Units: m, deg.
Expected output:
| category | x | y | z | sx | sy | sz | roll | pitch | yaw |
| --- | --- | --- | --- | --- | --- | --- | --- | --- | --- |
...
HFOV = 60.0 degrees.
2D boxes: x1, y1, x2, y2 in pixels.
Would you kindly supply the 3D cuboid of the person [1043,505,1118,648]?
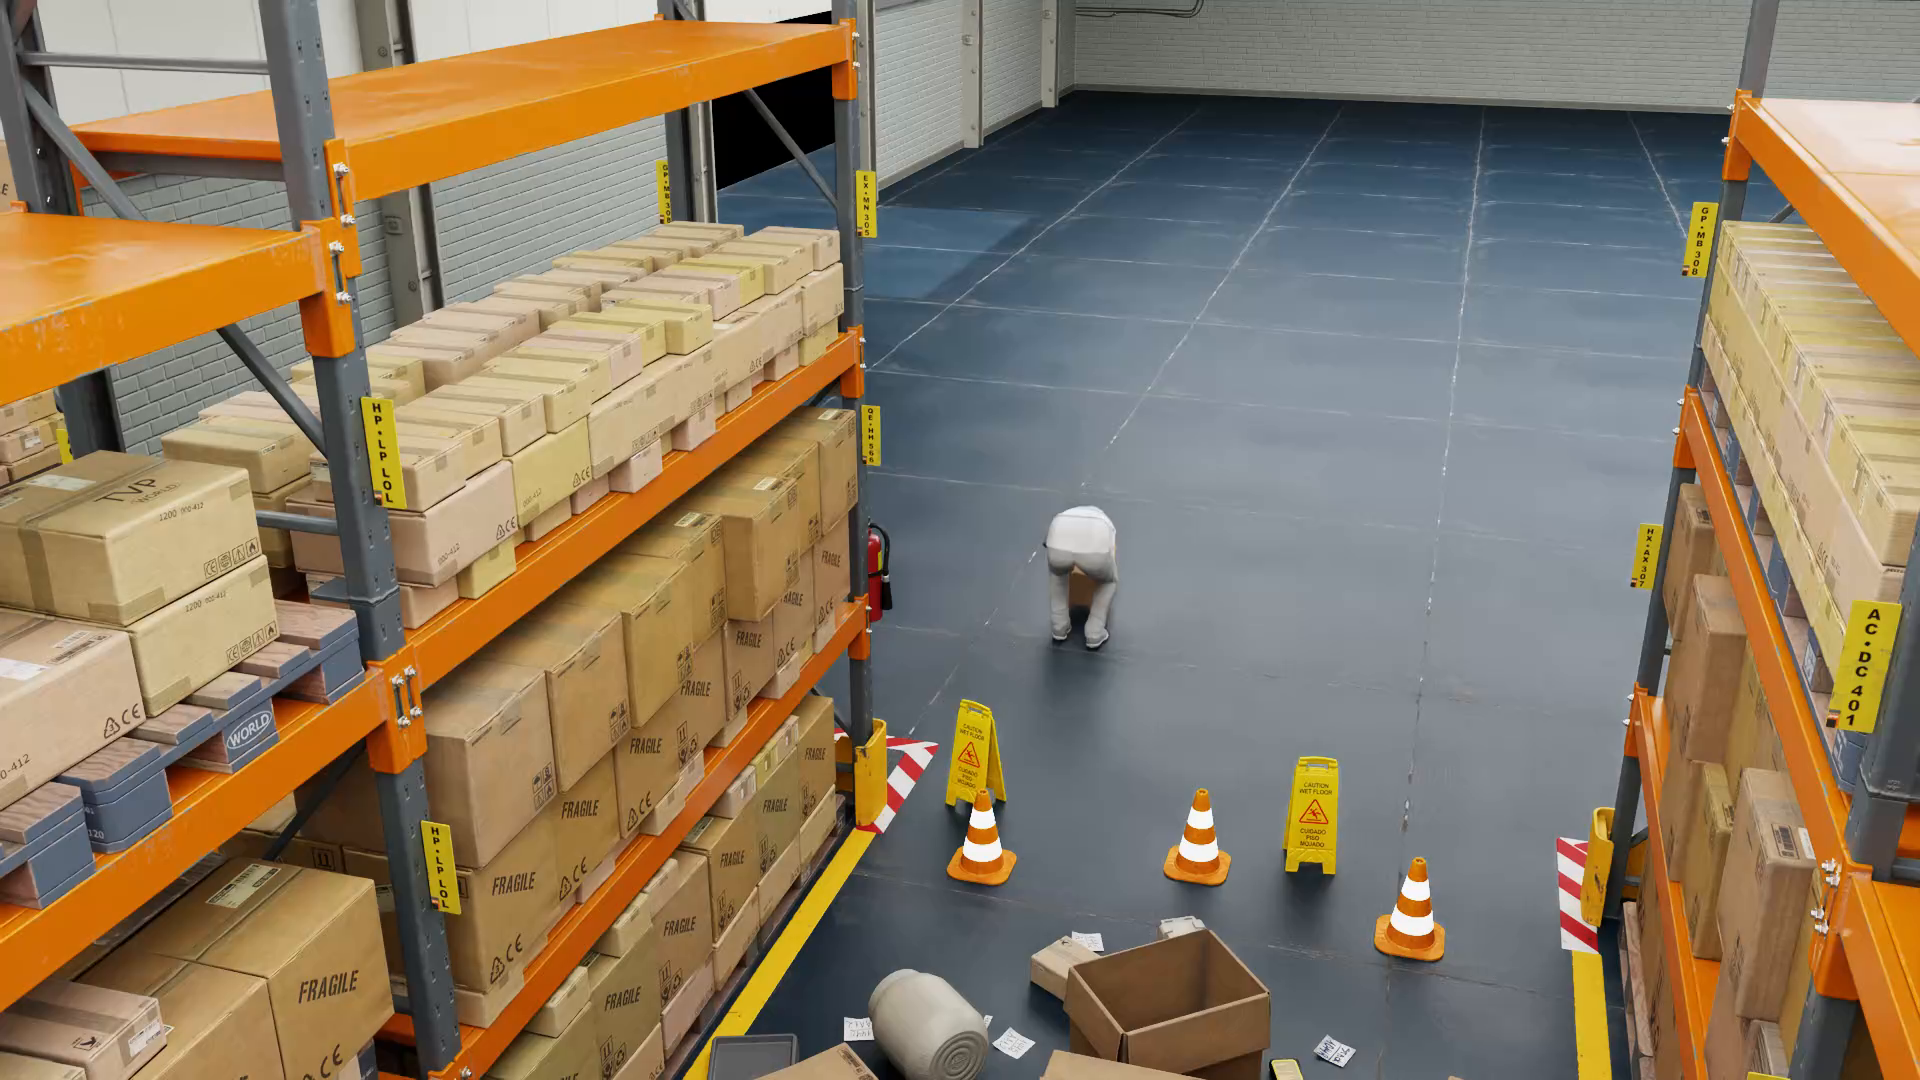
| category | x | y | z | sx | sy | sz | roll | pitch | yaw |
| --- | --- | --- | --- | --- | --- | --- | --- | --- | --- |
| person | 0.863 | 0.186 | 11.563 | 0.495 | 0.966 | 0.940 | 5 | 23 | 13 |
